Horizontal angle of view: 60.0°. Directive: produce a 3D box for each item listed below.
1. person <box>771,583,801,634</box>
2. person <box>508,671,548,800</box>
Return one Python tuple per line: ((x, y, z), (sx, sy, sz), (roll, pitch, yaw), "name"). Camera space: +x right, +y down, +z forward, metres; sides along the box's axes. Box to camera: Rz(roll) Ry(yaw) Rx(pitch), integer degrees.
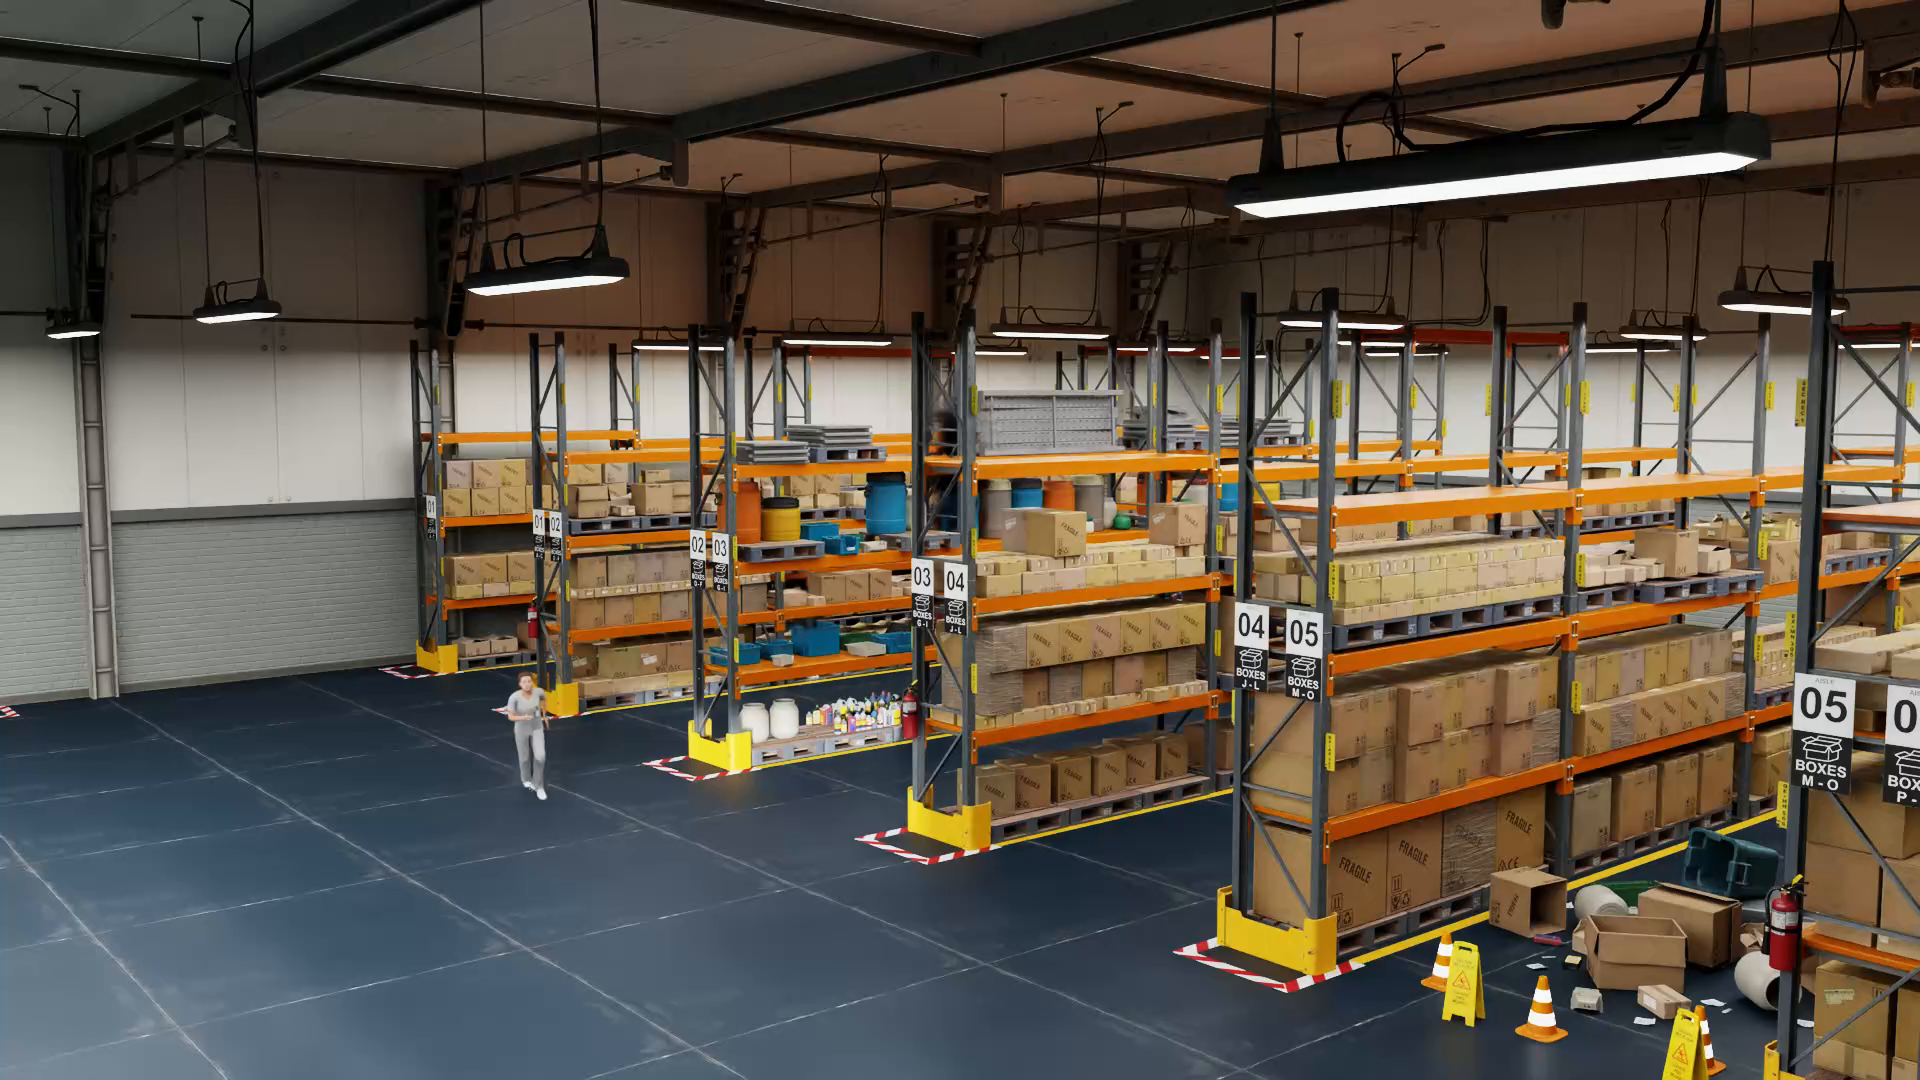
((-3.170, 1.521, 31.282), (0.604, 1.507, 0.827), (3, 6, 33), "person")
((-5.416, 2.418, 20.873), (0.494, 1.613, 0.928), (-2, 6, -16), "person")
